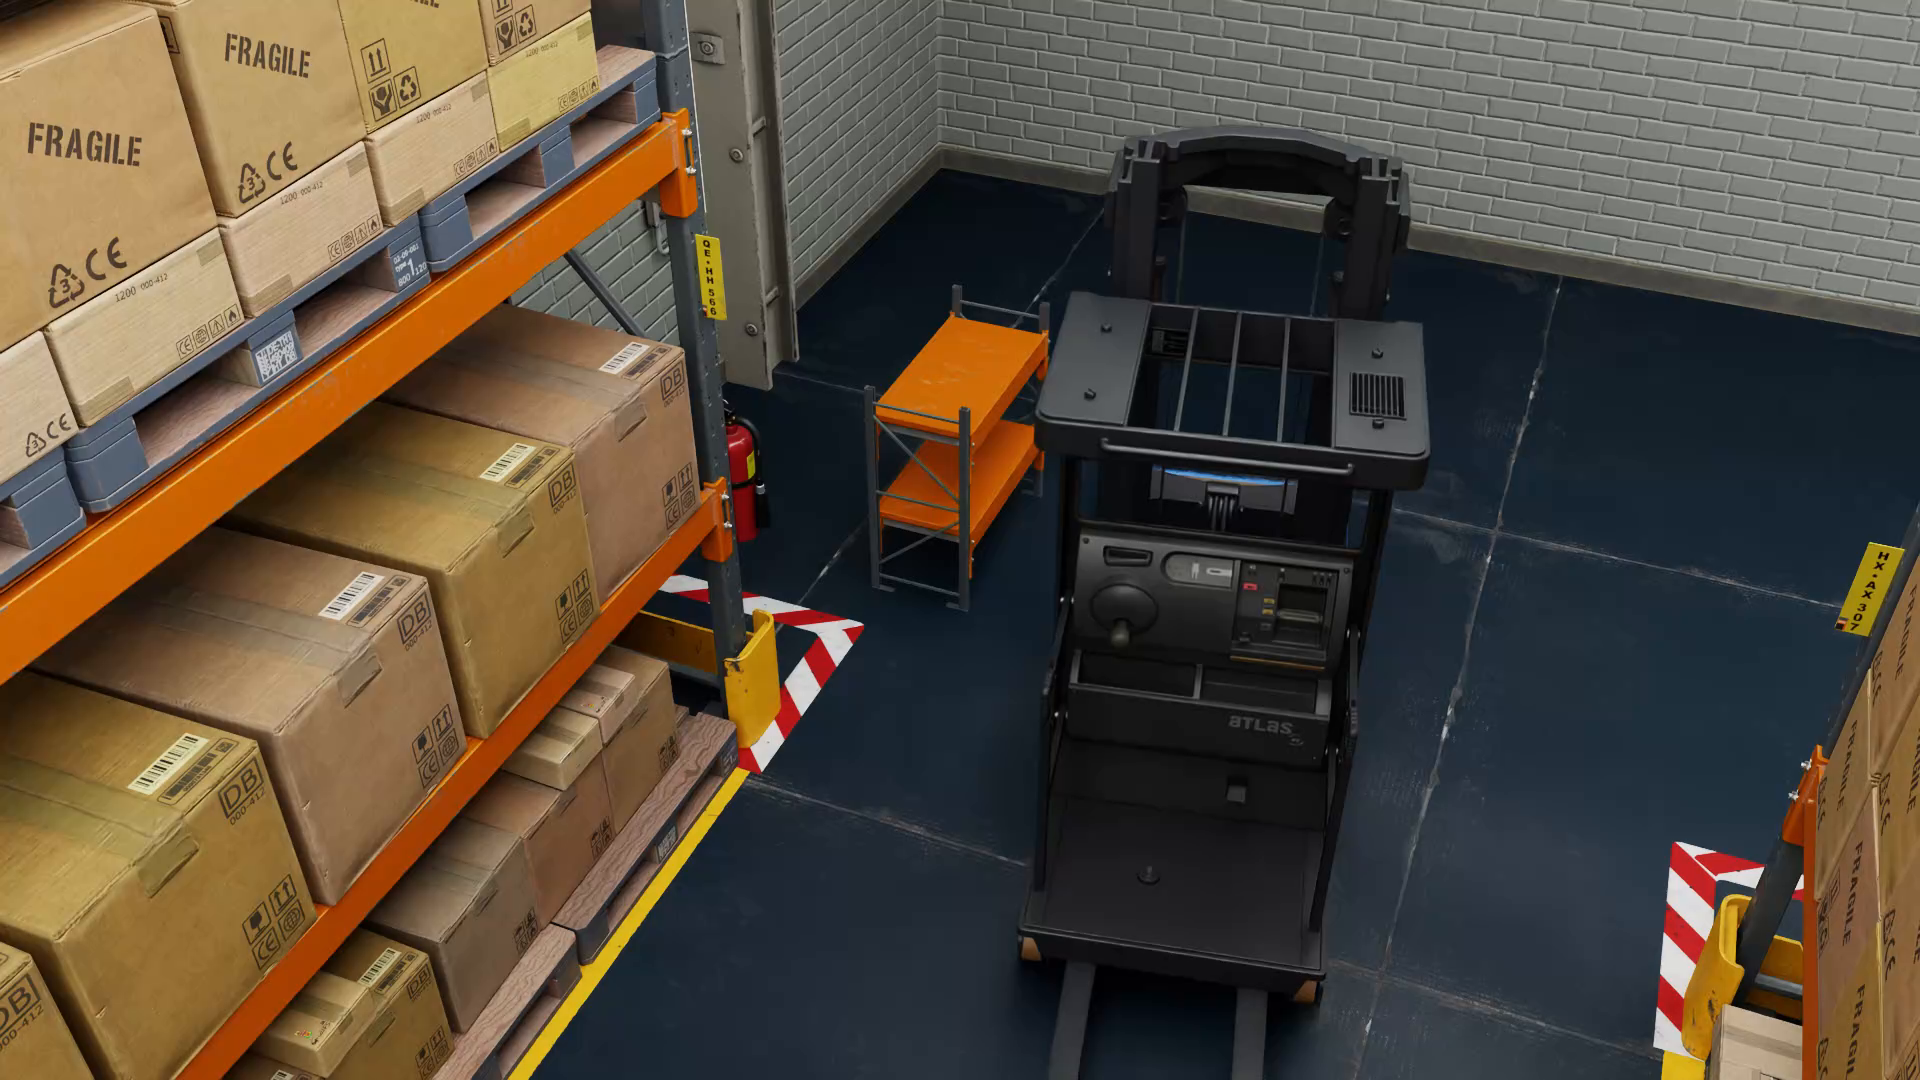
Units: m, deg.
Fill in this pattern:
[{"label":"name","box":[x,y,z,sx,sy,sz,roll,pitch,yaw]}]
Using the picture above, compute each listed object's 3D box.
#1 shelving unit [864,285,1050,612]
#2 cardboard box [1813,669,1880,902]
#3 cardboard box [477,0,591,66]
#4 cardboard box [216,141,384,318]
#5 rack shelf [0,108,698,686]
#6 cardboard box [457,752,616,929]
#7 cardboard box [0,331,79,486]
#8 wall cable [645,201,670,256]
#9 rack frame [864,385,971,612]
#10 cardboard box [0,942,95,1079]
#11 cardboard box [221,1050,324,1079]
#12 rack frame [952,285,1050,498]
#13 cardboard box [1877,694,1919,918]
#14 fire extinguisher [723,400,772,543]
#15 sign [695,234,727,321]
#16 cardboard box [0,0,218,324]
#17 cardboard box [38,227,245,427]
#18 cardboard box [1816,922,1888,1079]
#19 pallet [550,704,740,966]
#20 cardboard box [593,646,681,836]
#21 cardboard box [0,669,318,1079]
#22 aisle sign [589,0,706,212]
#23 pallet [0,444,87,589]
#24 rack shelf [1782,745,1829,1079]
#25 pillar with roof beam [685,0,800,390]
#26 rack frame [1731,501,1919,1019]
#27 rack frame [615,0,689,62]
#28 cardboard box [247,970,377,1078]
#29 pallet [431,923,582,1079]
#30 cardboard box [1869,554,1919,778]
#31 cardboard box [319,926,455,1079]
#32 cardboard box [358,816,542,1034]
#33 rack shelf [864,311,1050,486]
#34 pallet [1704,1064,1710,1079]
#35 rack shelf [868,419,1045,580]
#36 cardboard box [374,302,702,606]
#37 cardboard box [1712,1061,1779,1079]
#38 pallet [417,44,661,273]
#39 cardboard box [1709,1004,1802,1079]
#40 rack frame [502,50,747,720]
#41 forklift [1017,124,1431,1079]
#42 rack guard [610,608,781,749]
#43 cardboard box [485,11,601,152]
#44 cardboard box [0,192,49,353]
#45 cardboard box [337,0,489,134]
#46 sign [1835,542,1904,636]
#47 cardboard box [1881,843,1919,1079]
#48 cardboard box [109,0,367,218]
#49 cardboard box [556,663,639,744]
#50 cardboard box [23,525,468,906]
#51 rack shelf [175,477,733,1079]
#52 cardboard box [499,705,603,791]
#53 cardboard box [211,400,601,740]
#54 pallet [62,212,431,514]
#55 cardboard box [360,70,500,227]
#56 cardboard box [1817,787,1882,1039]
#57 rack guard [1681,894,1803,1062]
[{"label":"shelving unit","box":[0.003,-0.454,8.020,0.538,1.125,1.048,14,39,18]},{"label":"cardboard box","box":[2.783,0.765,4.739,0.500,0.500,0.500,15,39,19]},{"label":"cardboard box","box":[-1.413,-1.690,4.666,0.500,0.500,0.500,14,39,18]},{"label":"cardboard box","box":[-1.810,-0.813,4.119,0.500,0.250,0.500,13,39,16]},{"label":"rack shelf","box":[-2.148,-0.313,4.360,1.077,0.370,4.000,14,39,18]},{"label":"cardboard box","box":[-1.751,1.014,6.227,0.700,0.500,0.500,14,39,18]},{"label":"cardboard box","box":[-2.195,-0.243,3.357,0.500,0.250,0.500,13,39,17]},{"label":"wall cable","box":[-1.774,-1.838,7.457,0.084,1.984,1.851,14,39,18]},{"label":"rack frame","box":[-0.191,-0.173,7.643,0.500,1.125,0.032,14,39,18]},{"label":"cardboard box","box":[-2.687,1.291,3.868,0.980,0.700,0.700,14,39,18]},{"label":"cardboard box","box":[-2.335,1.873,5.078,0.700,0.500,0.500,13,39,17]},{"label":"rack frame","box":[0.196,-0.736,8.396,0.500,1.125,0.032,14,39,18]},{"label":"cardboard box","box":[2.591,0.656,4.050,0.500,0.500,0.500,14,39,18]},{"label":"fire extinguisher","box":[-0.903,-0.305,6.630,0.296,0.674,0.183,14,39,18]},{"label":"sign","box":[-0.890,-0.934,5.931,0.100,0.325,0.005,14,39,18]},{"label":"cardboard box","box":[-2.005,-0.834,3.521,0.500,0.500,0.500,14,39,18]},{"label":"cardboard box","box":[-2.007,-0.529,3.739,0.500,0.250,0.500,13,39,17]},{"label":"cardboard box","box":[2.398,1.329,3.984,0.500,0.500,0.500,14,39,18]},{"label":"pallet","box":[-1.619,1.071,6.743,1.003,0.211,1.213,14,39,18]},{"label":"cardboard box","box":[-1.561,0.736,6.598,0.700,0.500,0.500,14,39,18]},{"label":"cardboard box","box":[-2.404,0.888,4.407,0.980,0.700,0.700,13,39,17]},{"label":"aisle sign","box":[-1.082,-1.520,5.708,0.394,0.787,0.004,14,39,18]},{"label":"pallet","box":[-2.588,0.091,3.293,1.003,0.211,1.213,14,39,18]},{"label":"rack shelf","box":[2.435,2.015,3.751,1.077,0.370,4.000,14,39,18]},{"label":"pillar with roof beam","box":[2.822,-3.621,5.680,9.100,9.000,0.400,14,39,18]},{"label":"rack frame","box":[3.196,0.619,5.017,1.000,3.000,0.127,14,39,18]},{"label":"rack frame","box":[-1.387,-2.910,4.728,1.000,3.000,0.127,14,39,18]},{"label":"cardboard box","box":[-2.032,1.453,5.097,0.380,0.149,0.250,13,39,16]},{"label":"pallet","box":[-2.084,1.744,5.842,1.003,0.211,1.213,14,39,18]},{"label":"cardboard box","box":[2.783,0.365,4.440,0.500,0.500,0.500,15,39,19]},{"label":"cardboard box","box":[-2.138,1.589,5.457,0.700,0.500,0.500,15,39,19]},{"label":"cardboard box","box":[-1.942,1.292,5.854,0.700,0.500,0.500,13,39,16]},{"label":"rack shelf","box":[0.003,-0.689,7.845,0.538,0.278,1.000,14,39,18]},{"label":"pallet","box":[2.864,2.220,5.205,1.003,0.211,1.213,14,39,18]},{"label":"rack shelf","box":[0.003,-0.258,8.166,0.538,0.278,1.000,14,39,18]},{"label":"cardboard box","box":[-1.572,-0.342,6.054,0.980,0.700,0.700,16,40,20]},{"label":"cardboard box","box":[2.623,1.870,5.343,0.380,0.166,0.250,14,39,18]},{"label":"pallet","box":[-1.659,-1.260,5.100,1.003,0.211,1.213,14,39,18]},{"label":"cardboard box","box":[2.719,1.739,5.534,0.380,0.149,0.250,14,39,18]},{"label":"rack frame","box":[-1.387,-0.507,6.524,1.000,3.000,0.127,14,39,18]},{"label":"forklift","box":[0.824,0.276,5.534,1.130,2.935,3.031,7,37,9]},{"label":"rack guard","box":[-1.378,0.481,7.290,1.175,0.500,0.348,14,39,18]},{"label":"cardboard box","box":[-1.420,-1.391,4.892,0.500,0.250,0.500,15,39,19]},{"label":"cardboard box","box":[-2.188,-0.559,3.153,0.500,0.500,0.500,13,39,17]},{"label":"cardboard box","box":[-1.613,-1.415,4.298,0.500,0.500,0.500,15,39,19]},{"label":"sign","box":[2.694,0.149,4.923,0.100,0.325,0.005,14,39,18]},{"label":"cardboard box","box":[2.396,0.932,3.681,0.500,0.500,0.500,14,39,18]},{"label":"cardboard box","box":[-1.804,-1.124,3.909,0.500,0.500,0.500,12,38,16]},{"label":"cardboard box","box":[-1.441,0.589,6.253,0.380,0.149,0.250,13,39,17]},{"label":"cardboard box","box":[-2.137,0.483,4.949,0.980,0.700,0.700,12,38,16]},{"label":"rack shelf","box":[-2.148,0.889,5.258,1.077,0.370,4.000,14,39,18]},{"label":"cardboard box","box":[-1.538,0.731,6.063,0.380,0.149,0.250,15,39,19]},{"label":"cardboard box","box":[-1.838,0.063,5.511,0.980,0.700,0.700,14,39,17]},{"label":"pallet","box":[-2.122,-0.582,4.193,1.003,0.211,1.213,14,39,18]},{"label":"cardboard box","box":[-1.617,-1.102,4.506,0.500,0.250,0.500,12,39,16]},{"label":"cardboard box","box":[2.592,1.052,4.355,0.500,0.500,0.500,13,39,17]},{"label":"rack guard","box":[3.167,1.663,5.709,1.175,0.500,0.348,14,39,18]}]
